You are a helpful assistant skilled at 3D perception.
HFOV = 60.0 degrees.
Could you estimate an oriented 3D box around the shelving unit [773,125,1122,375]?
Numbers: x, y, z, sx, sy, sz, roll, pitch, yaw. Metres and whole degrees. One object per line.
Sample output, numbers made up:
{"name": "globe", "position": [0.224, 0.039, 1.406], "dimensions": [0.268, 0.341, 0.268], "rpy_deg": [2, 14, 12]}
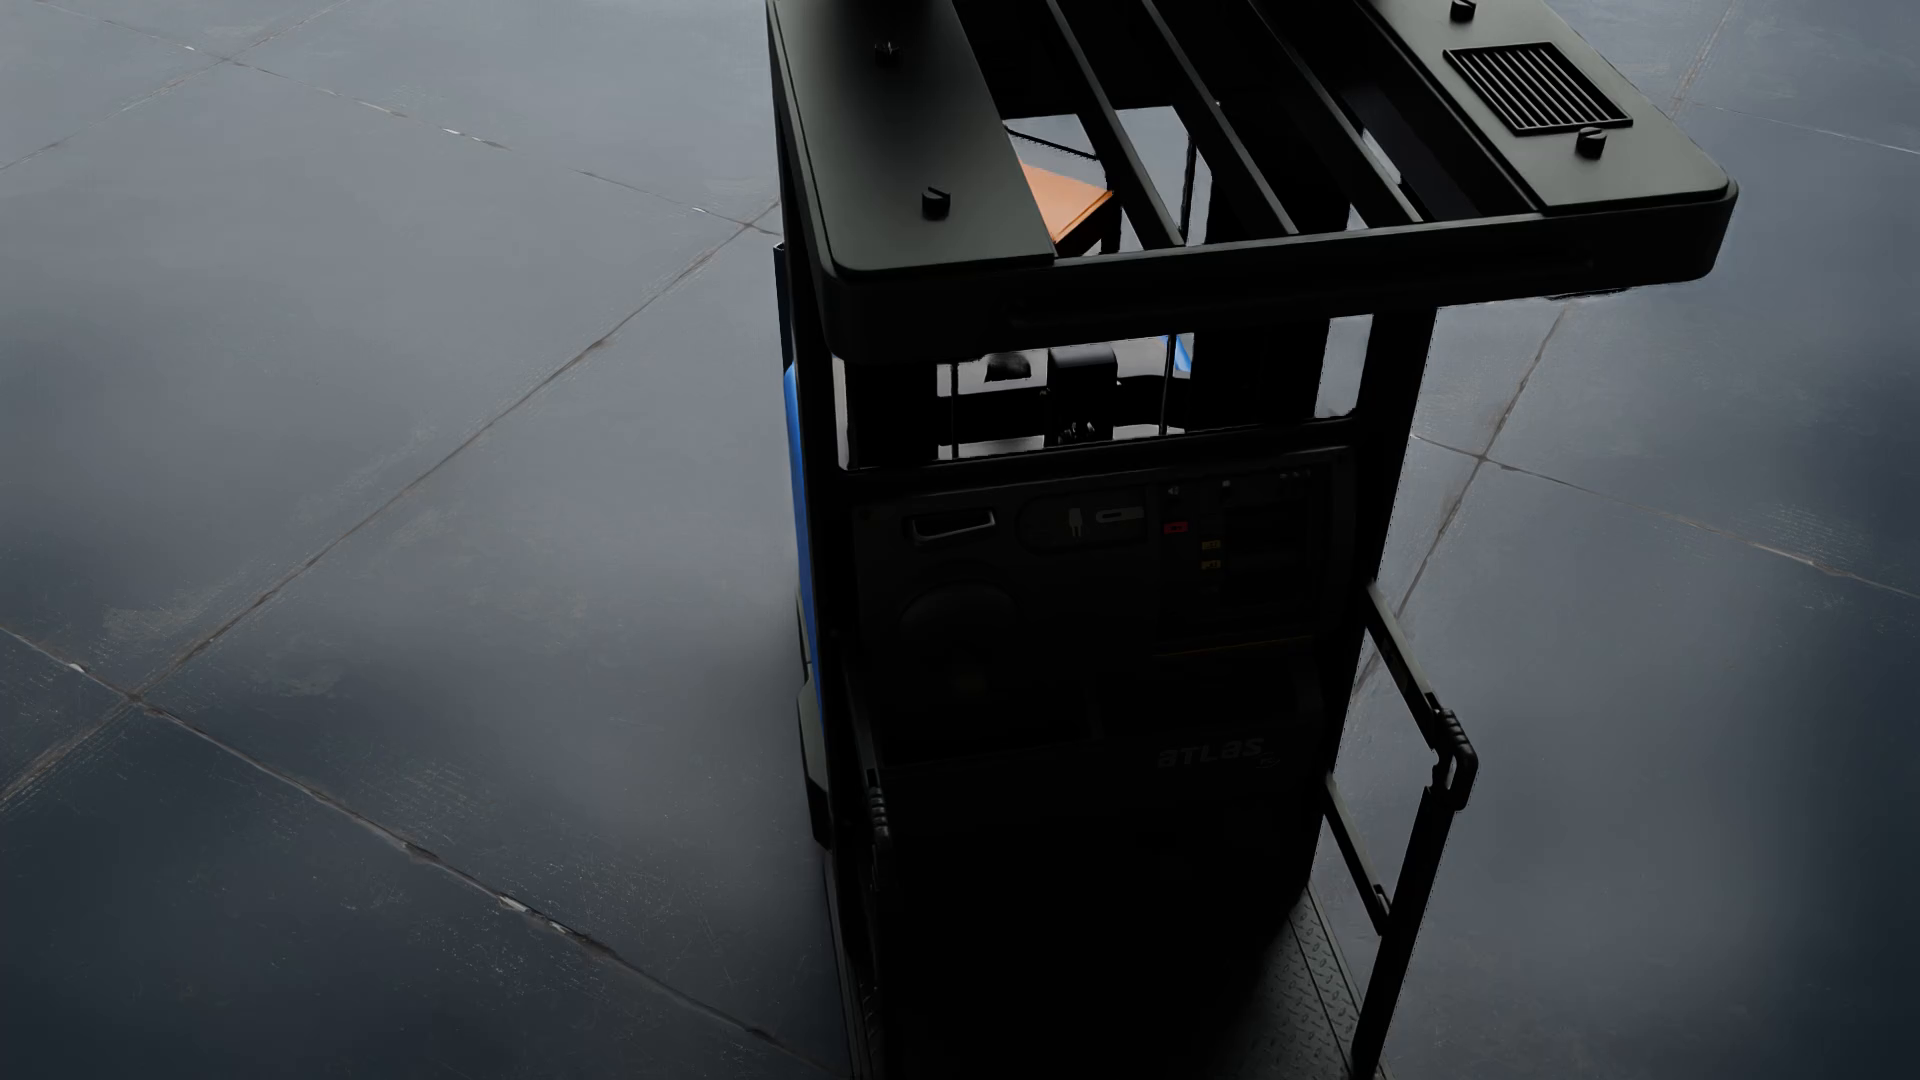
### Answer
{"name": "shelving unit", "position": [-0.004, -0.558, 5.033], "dimensions": [0.538, 1.125, 1.048], "rpy_deg": [23, 46, 24]}

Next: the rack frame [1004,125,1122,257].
{"name": "rack frame", "position": [0.274, -0.840, 5.352], "dimensions": [0.500, 1.125, 0.032], "rpy_deg": [23, 46, 24]}

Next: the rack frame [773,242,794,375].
{"name": "rack frame", "position": [-0.282, -0.277, 4.714], "dimensions": [0.500, 1.125, 0.032], "rpy_deg": [23, 46, 24]}

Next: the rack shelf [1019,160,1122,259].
{"name": "rack shelf", "position": [-0.004, -0.778, 4.840], "dimensions": [0.538, 0.278, 1.000], "rpy_deg": [23, 46, 24]}

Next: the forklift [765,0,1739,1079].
{"name": "forklift", "position": [0.310, 0.137, 2.877], "dimensions": [1.130, 2.935, 3.031], "rpy_deg": [-7, 42, -8]}
